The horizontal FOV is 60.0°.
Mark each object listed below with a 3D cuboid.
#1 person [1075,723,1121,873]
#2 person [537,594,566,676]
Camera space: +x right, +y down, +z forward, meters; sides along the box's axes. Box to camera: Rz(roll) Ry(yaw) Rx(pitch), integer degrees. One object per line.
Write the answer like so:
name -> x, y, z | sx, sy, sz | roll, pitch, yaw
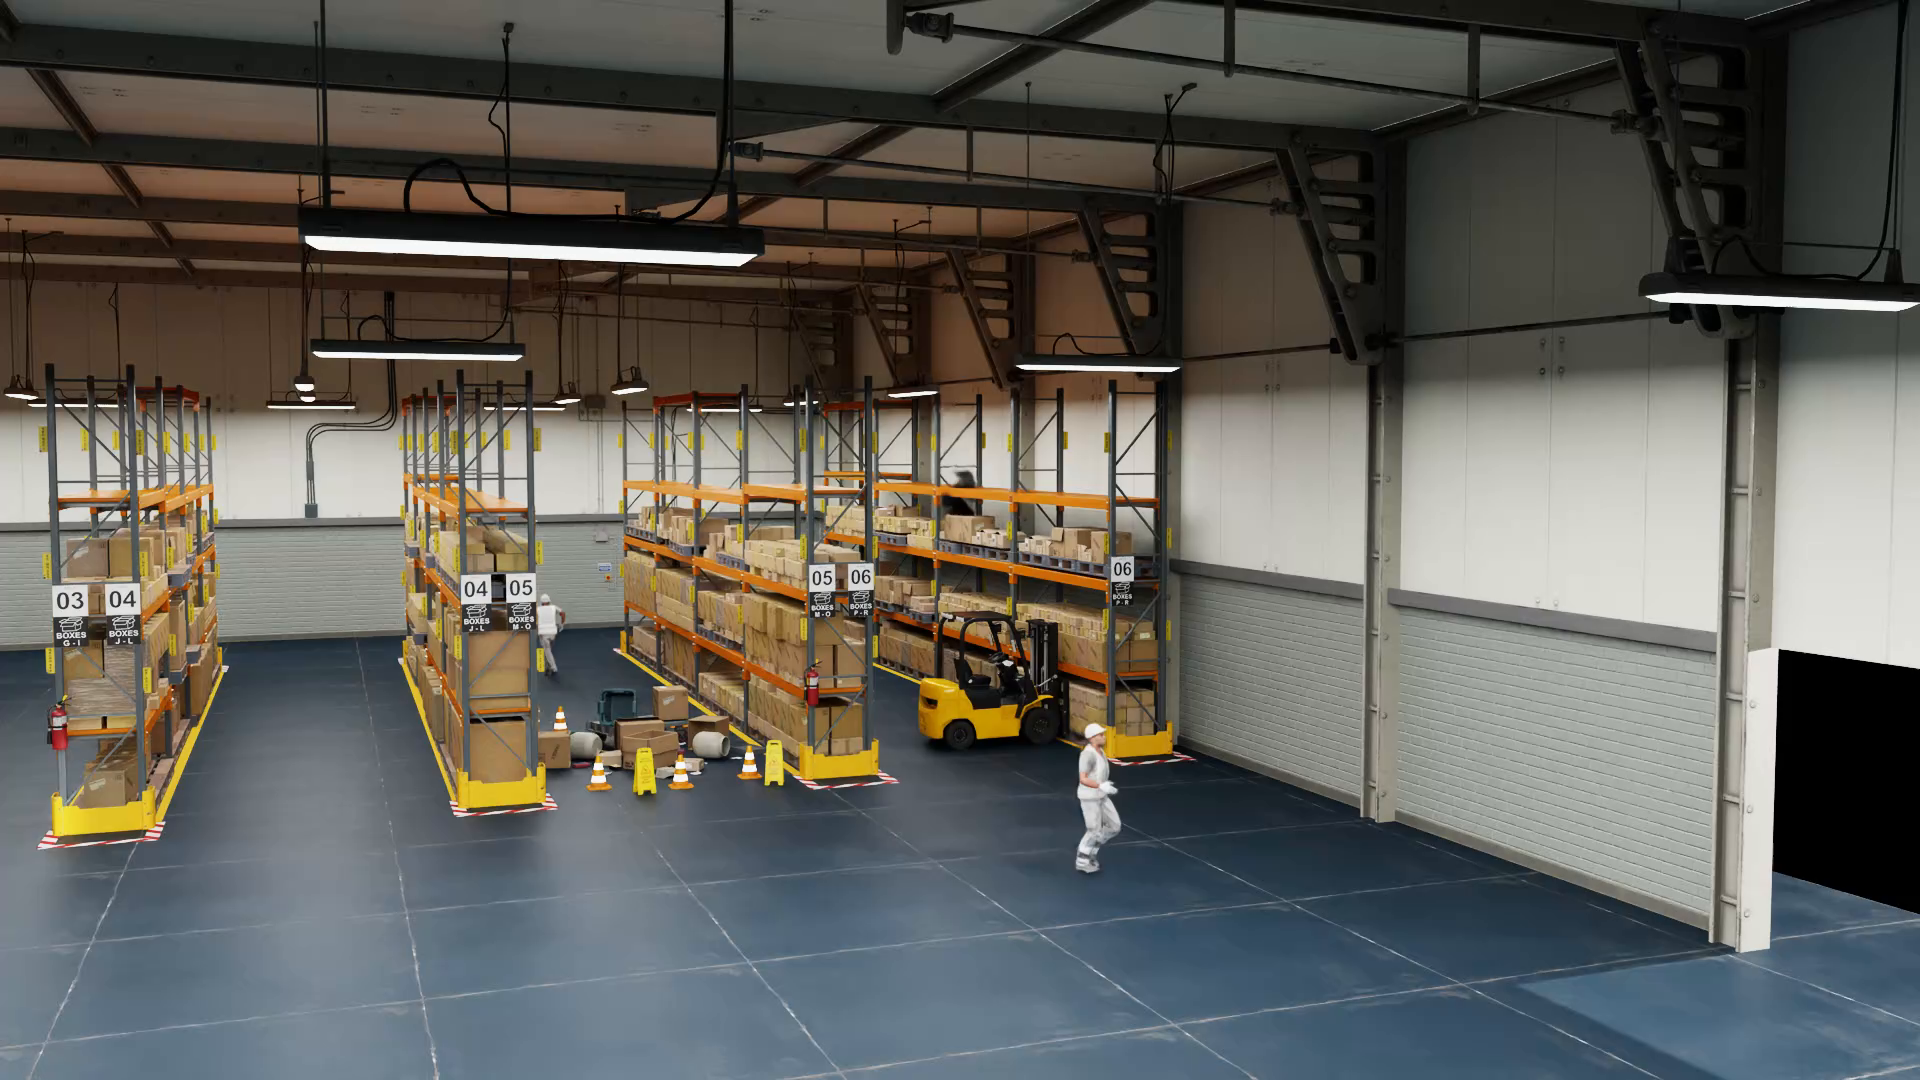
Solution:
person -> 1.604, 2.991, 19.254 | 0.590, 1.744, 0.663 | 2, 4, 28
person -> -8.749, 2.069, 35.361 | 0.678, 1.793, 0.998 | -2, 4, -34
